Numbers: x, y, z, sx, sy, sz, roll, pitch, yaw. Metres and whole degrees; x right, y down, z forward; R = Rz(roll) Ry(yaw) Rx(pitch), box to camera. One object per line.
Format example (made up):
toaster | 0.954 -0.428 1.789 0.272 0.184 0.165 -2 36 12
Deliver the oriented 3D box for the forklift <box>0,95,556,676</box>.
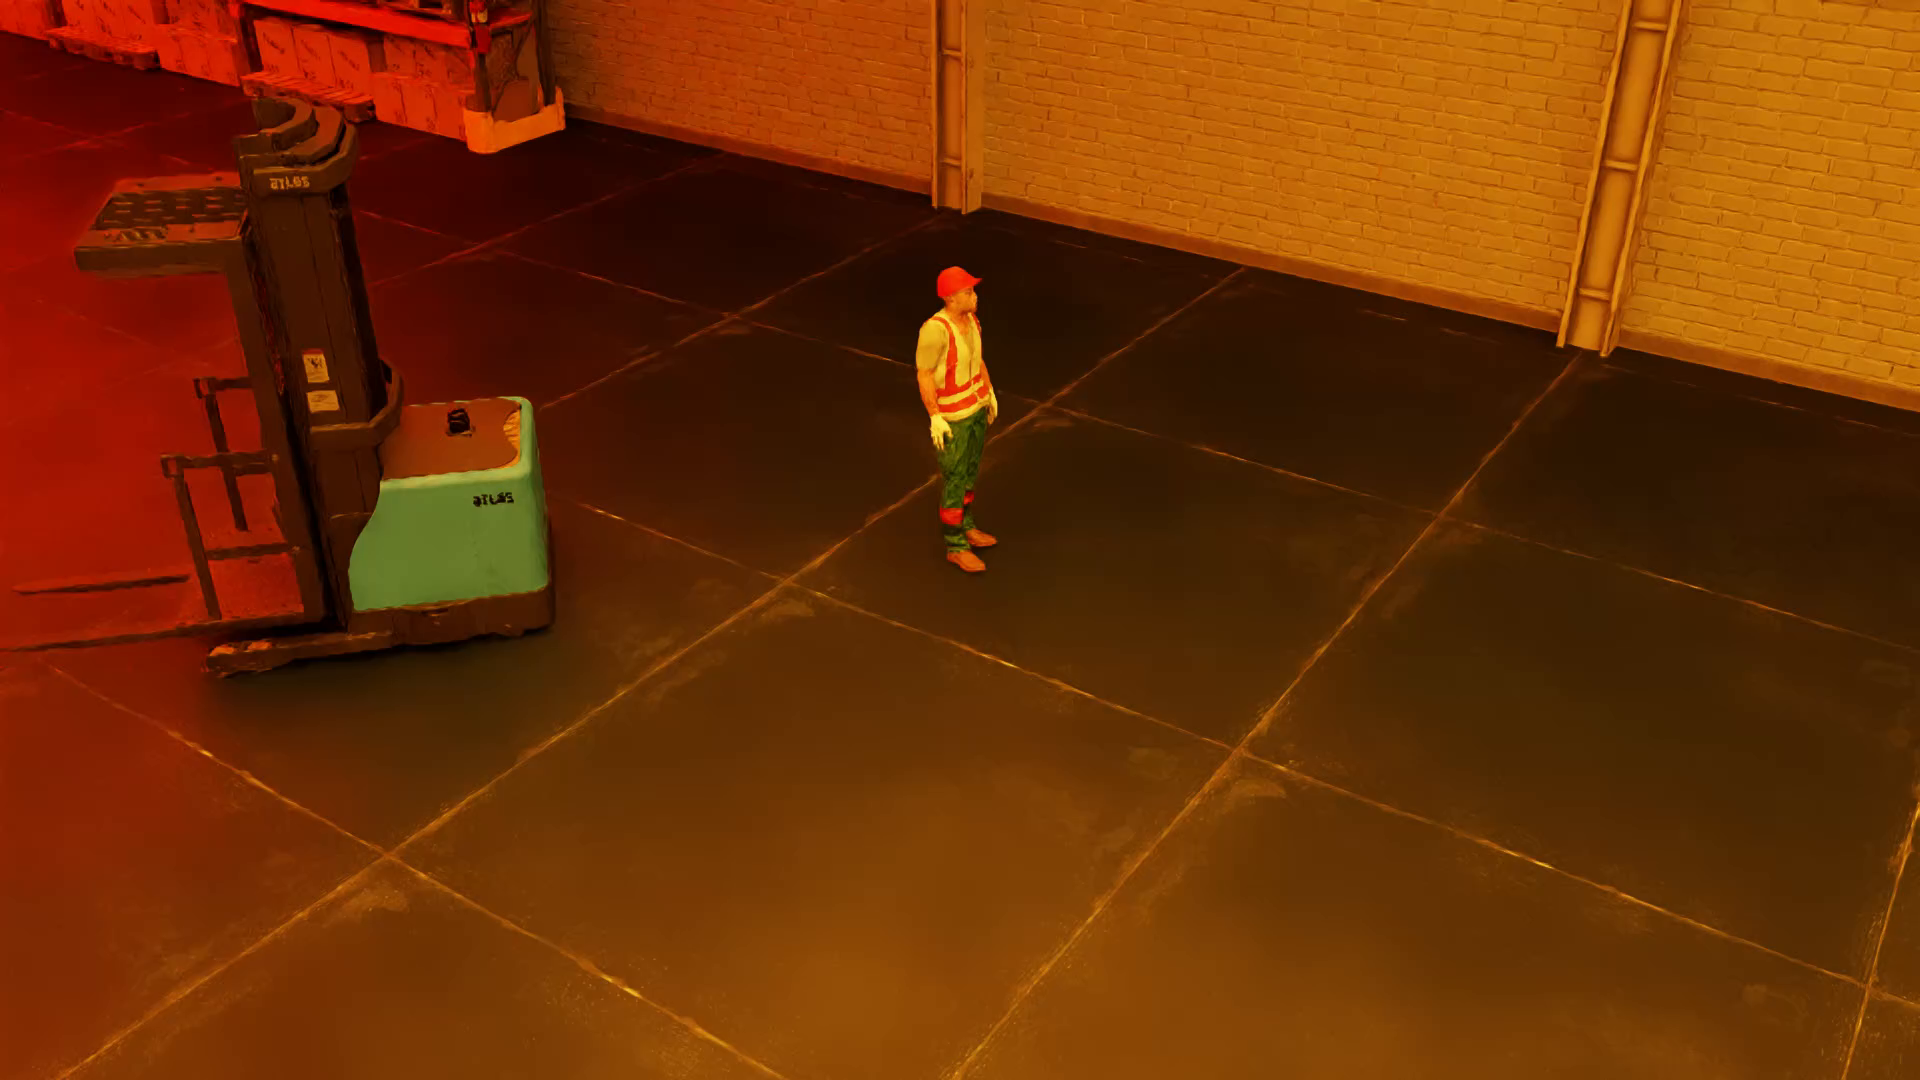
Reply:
forklift | -3.904 -0.808 8.972 3.031 2.935 1.130 -6 31 -11

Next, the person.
person | 0.060 -0.752 10.000 0.563 1.787 0.637 19 35 29
